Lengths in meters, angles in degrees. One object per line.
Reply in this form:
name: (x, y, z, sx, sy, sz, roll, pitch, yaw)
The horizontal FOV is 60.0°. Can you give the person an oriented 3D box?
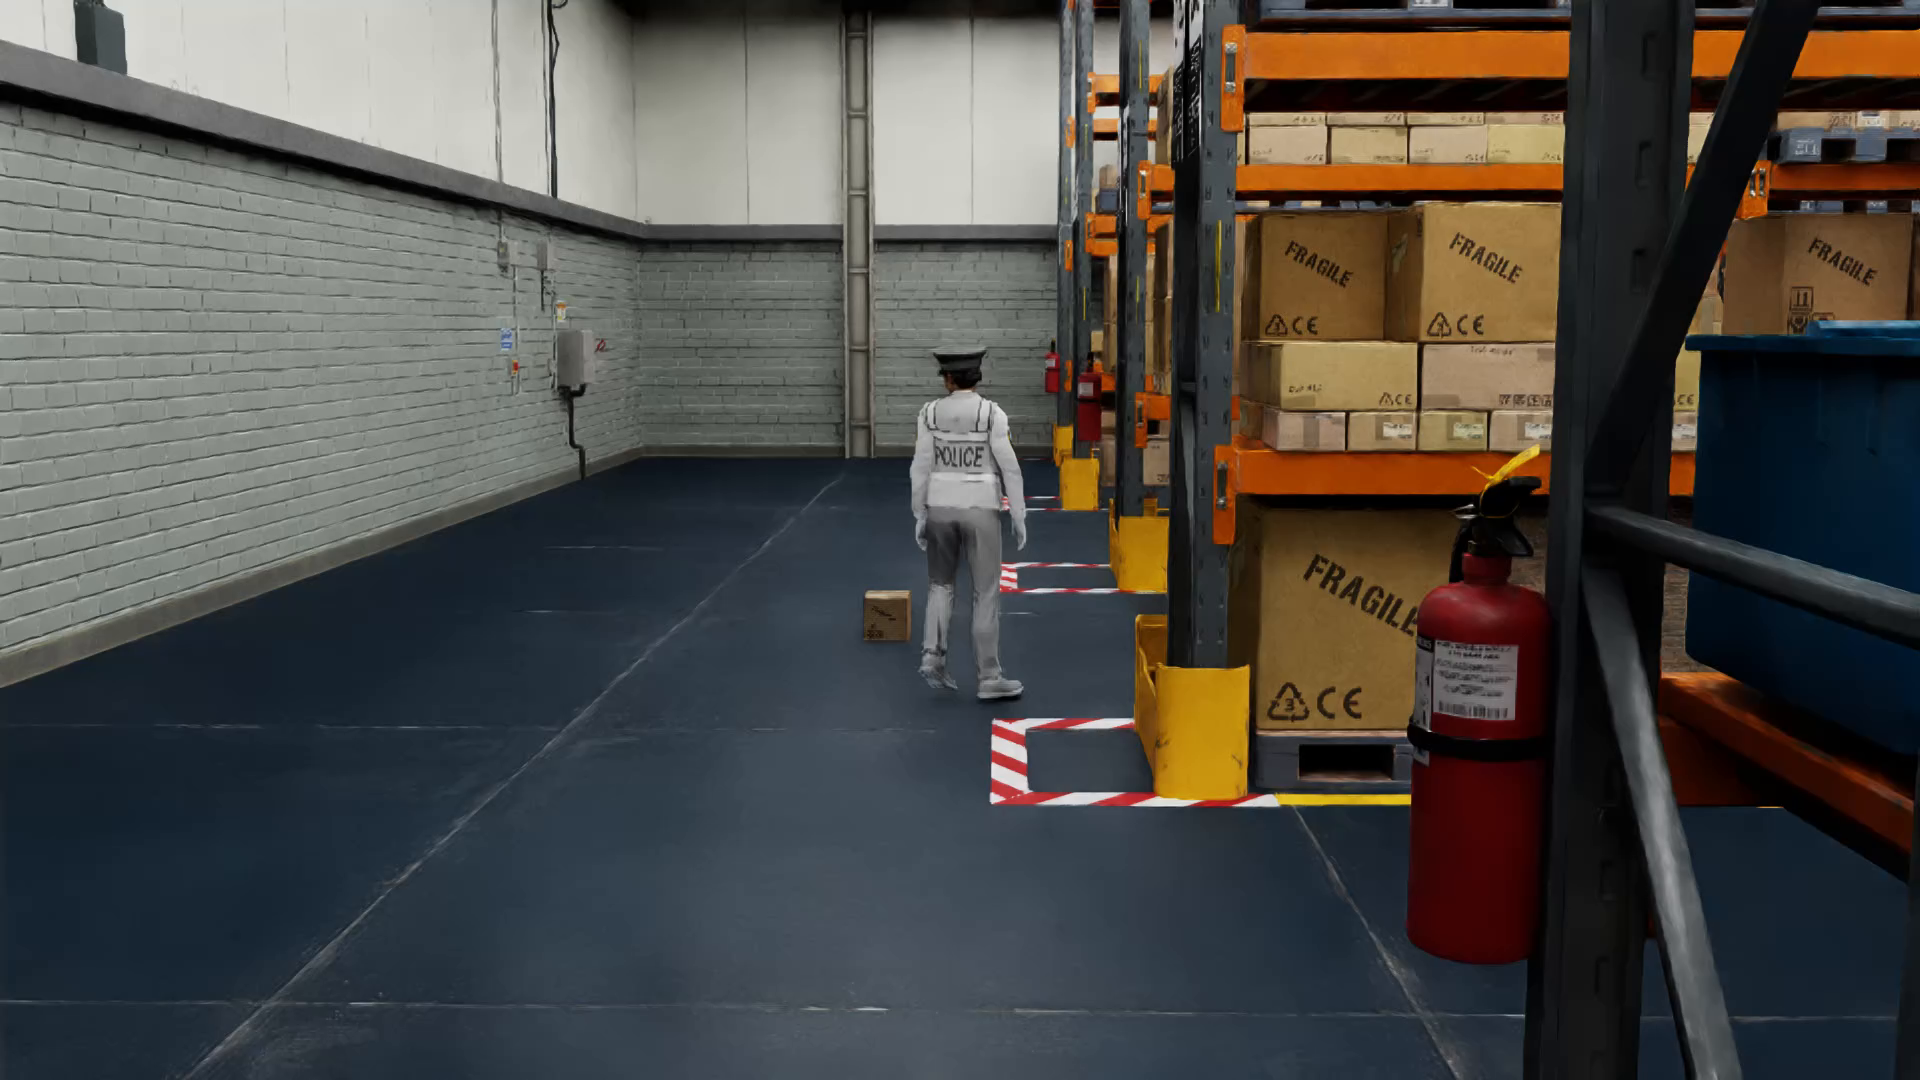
person: (0.029, -0.088, 7.824, 0.535, 1.663, 0.367, 3, 8, 21)
